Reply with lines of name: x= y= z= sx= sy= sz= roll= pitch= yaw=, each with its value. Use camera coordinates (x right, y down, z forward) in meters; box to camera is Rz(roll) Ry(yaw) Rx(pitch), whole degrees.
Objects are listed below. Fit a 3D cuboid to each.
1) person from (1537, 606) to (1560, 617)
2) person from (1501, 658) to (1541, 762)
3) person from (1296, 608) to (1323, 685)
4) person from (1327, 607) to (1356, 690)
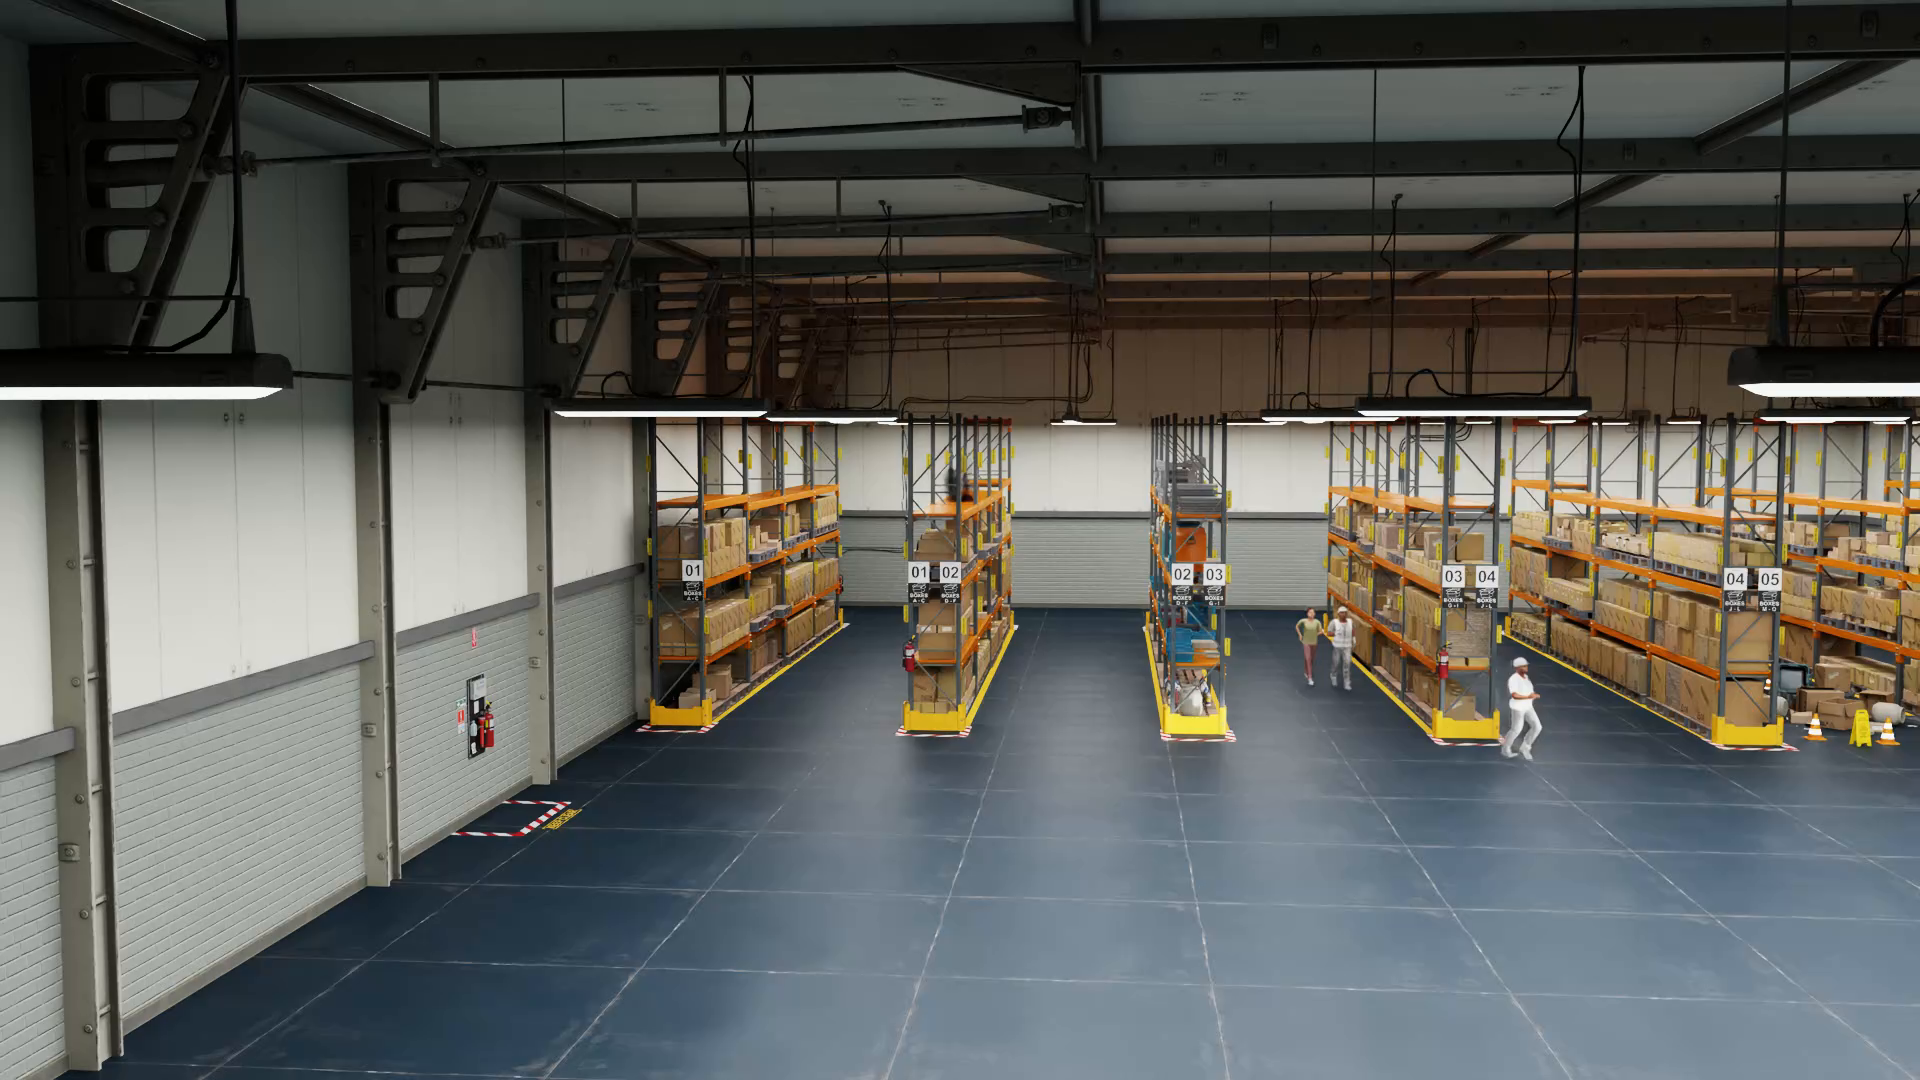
person: x=16.625 y=1.647 z=47.289 sx=0.758 sy=1.725 sz=1.026 roll=-2 pitch=4 yaw=-28
person: x=9.679 y=2.916 z=28.597 sx=0.657 sy=1.787 sz=0.726 roll=-3 pitch=5 yaw=-39
person: x=7.878 y=2.358 z=37.402 sx=0.573 sy=1.691 sz=0.945 roll=0 pitch=4 yaw=-3
person: x=8.325 y=2.335 z=36.254 sx=0.679 sy=1.779 sz=0.978 roll=0 pitch=4 yaw=1
